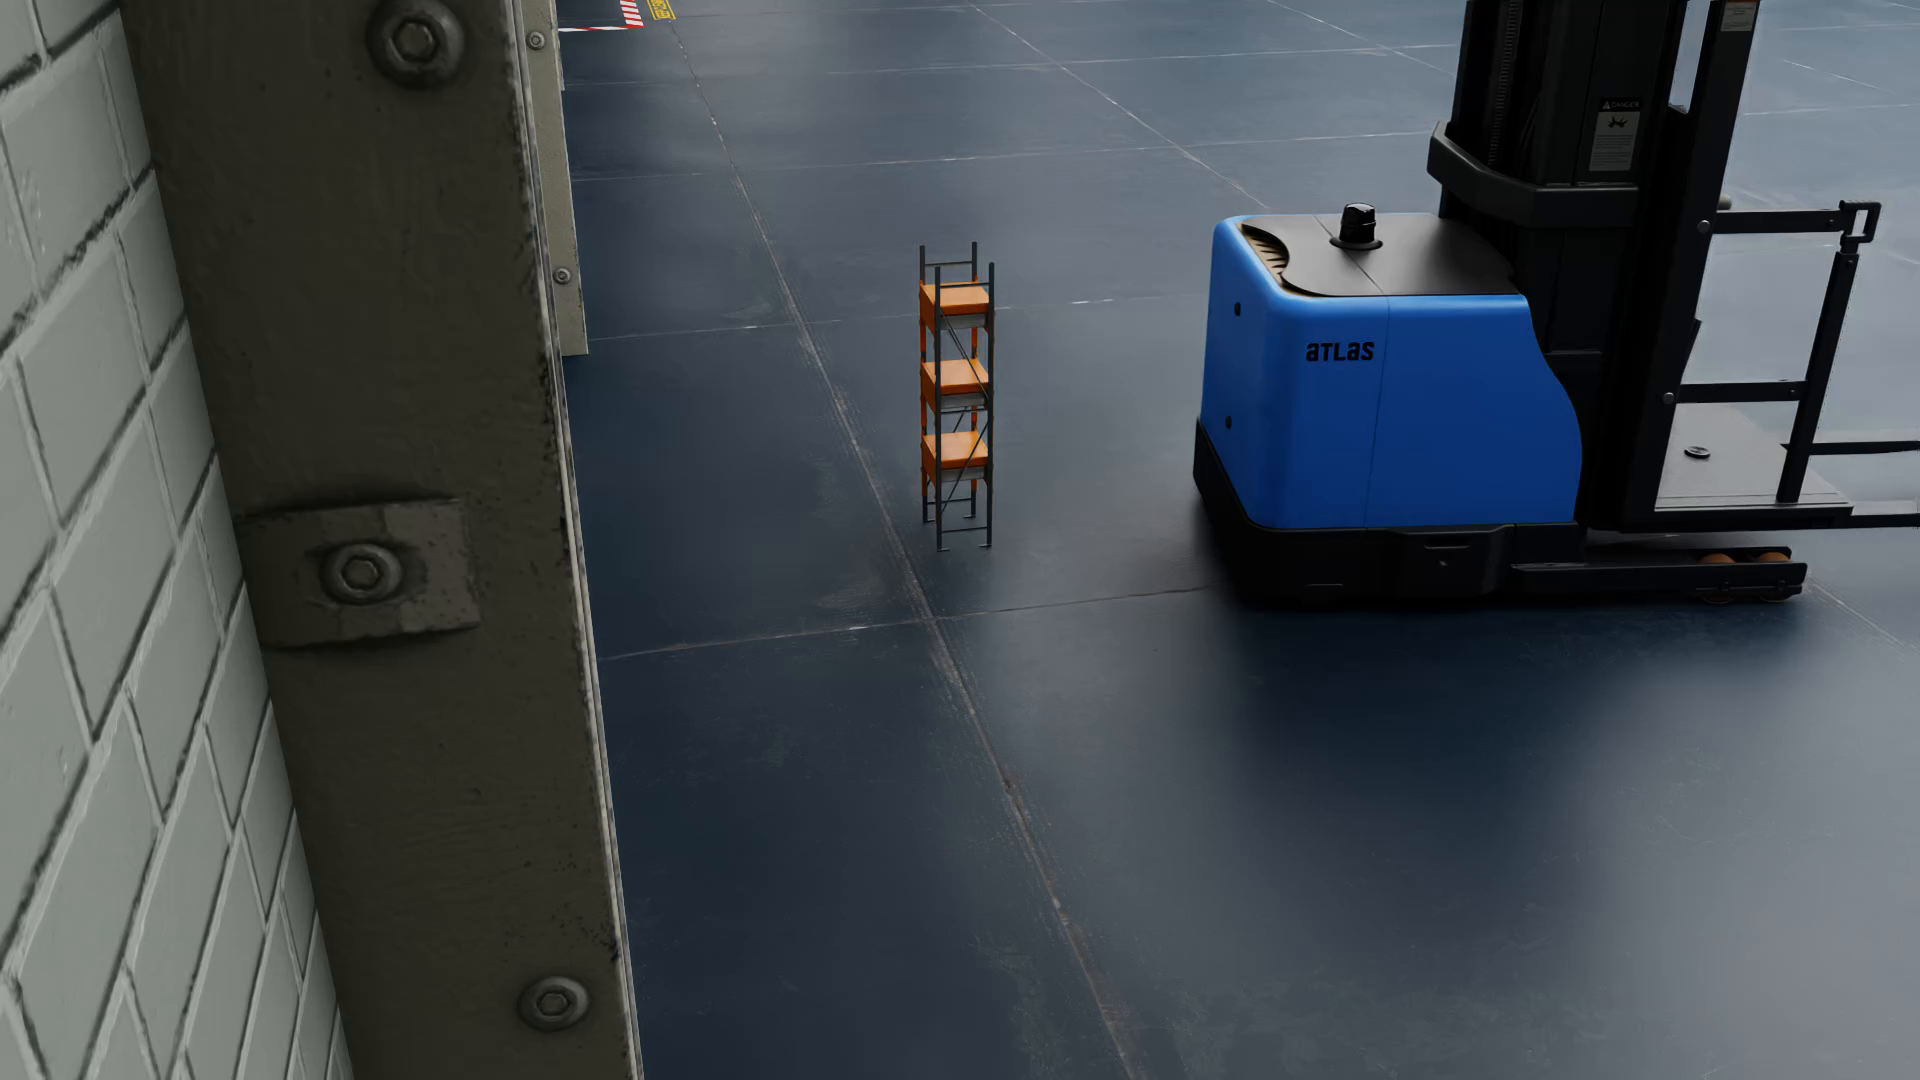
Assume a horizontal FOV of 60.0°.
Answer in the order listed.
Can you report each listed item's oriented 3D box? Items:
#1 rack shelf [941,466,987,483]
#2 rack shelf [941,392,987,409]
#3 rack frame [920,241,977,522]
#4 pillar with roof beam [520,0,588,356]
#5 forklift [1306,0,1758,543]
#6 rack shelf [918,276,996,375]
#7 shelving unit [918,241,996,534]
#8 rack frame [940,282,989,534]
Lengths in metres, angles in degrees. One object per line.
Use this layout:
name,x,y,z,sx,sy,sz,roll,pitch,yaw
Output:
rack shelf,-0.012,-0.279,5.923,0.166,0.050,0.221,-6,27,-12
rack shelf,-0.012,-0.527,5.798,0.166,0.050,0.221,-6,27,-12
rack frame,-0.040,-0.546,5.922,0.200,1.050,0.008,-6,27,-12
pillar with roof beam,2.273,-5.390,6.697,9.100,9.000,0.400,-6,27,-12
forklift,11.123,-11.923,26.127,23.140,3.159,46.598,-2,27,-3
rack shelf,-0.012,-0.736,5.693,0.215,0.259,0.240,-6,27,-12
shelving unit,-0.012,-0.493,5.817,0.215,1.050,0.249,-6,27,-12
rack frame,0.016,-0.439,5.710,0.190,0.915,0.003,-6,27,-12
